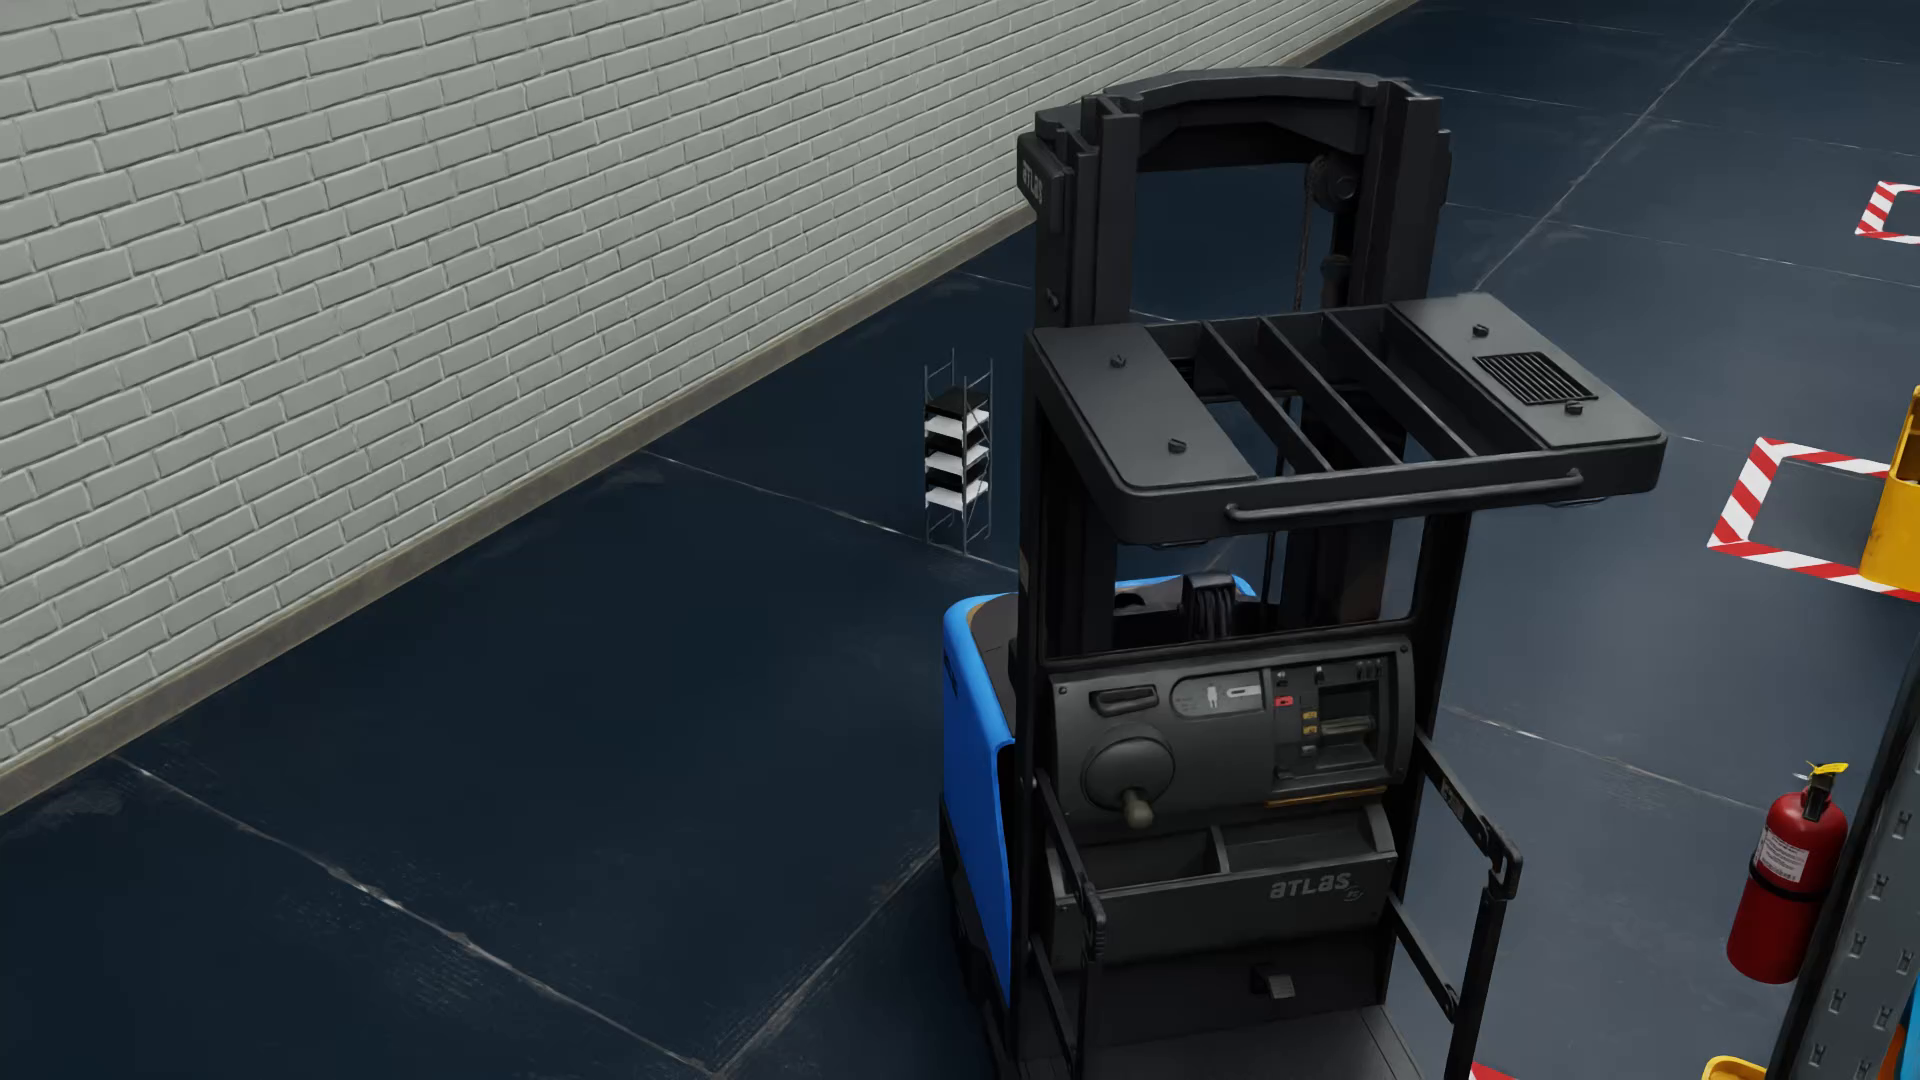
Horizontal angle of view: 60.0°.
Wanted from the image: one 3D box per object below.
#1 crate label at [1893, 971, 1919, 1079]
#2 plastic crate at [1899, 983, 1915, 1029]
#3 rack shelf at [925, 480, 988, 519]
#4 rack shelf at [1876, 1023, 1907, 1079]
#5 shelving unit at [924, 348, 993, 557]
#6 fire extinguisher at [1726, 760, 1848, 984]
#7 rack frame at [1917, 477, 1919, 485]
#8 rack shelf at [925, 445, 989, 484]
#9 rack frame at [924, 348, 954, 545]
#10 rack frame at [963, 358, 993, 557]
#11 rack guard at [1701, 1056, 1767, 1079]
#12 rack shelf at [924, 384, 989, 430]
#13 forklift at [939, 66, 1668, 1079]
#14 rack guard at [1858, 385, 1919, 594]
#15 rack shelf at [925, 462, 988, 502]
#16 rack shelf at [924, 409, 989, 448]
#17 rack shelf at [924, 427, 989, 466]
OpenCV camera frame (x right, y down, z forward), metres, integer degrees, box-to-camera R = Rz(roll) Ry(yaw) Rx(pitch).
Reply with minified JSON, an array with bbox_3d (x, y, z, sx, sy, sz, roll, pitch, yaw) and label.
[{"bbox_3d":[1.901,1.042,3.095,0.303,0.233,0.416,18,35,27],"label":"crate label"},{"bbox_3d":[2.250,0.757,3.381,0.499,0.435,0.616,18,35,27],"label":"plastic crate"},{"bbox_3d":[-0.007,-0.207,7.634,0.200,0.077,0.258,18,35,27],"label":"rack shelf"},{"bbox_3d":[3.561,1.635,2.685,4.000,0.370,1.077,18,35,27],"label":"rack shelf"},{"bbox_3d":[-0.007,-0.391,7.527,0.210,0.900,0.258,18,35,27],"label":"shelving unit"},{"bbox_3d":[1.981,0.749,3.937,0.183,0.674,0.296,18,35,27],"label":"fire extinguisher"},{"bbox_3d":[4.500,-1.325,7.045,0.127,3.000,1.000,18,35,27],"label":"rack frame"},{"bbox_3d":[-0.007,-0.362,7.544,0.200,0.077,0.258,18,35,27],"label":"rack shelf"},{"bbox_3d":[-0.093,-0.418,7.574,0.006,0.900,0.240,18,35,27],"label":"rack frame"},{"bbox_3d":[0.079,-0.364,7.480,0.006,0.900,0.240,18,35,27],"label":"rack frame"},{"bbox_3d":[1.840,1.867,4.053,0.348,0.500,1.175,18,35,27],"label":"rack guard"},{"bbox_3d":[-0.007,-0.595,7.408,0.200,0.077,0.258,18,35,27],"label":"rack shelf"},{"bbox_3d":[0.729,0.526,3.939,1.130,2.935,3.031,-6,31,-10],"label":"forklift"},{"bbox_3d":[4.480,-0.252,7.686,0.348,0.500,1.175,18,35,27],"label":"rack guard"},{"bbox_3d":[-0.007,-0.284,7.589,0.200,0.077,0.258,18,35,27],"label":"rack shelf"},{"bbox_3d":[-0.007,-0.518,7.453,0.200,0.077,0.258,18,35,27],"label":"rack shelf"},{"bbox_3d":[-0.007,-0.440,7.498,0.200,0.077,0.258,18,35,27],"label":"rack shelf"}]
